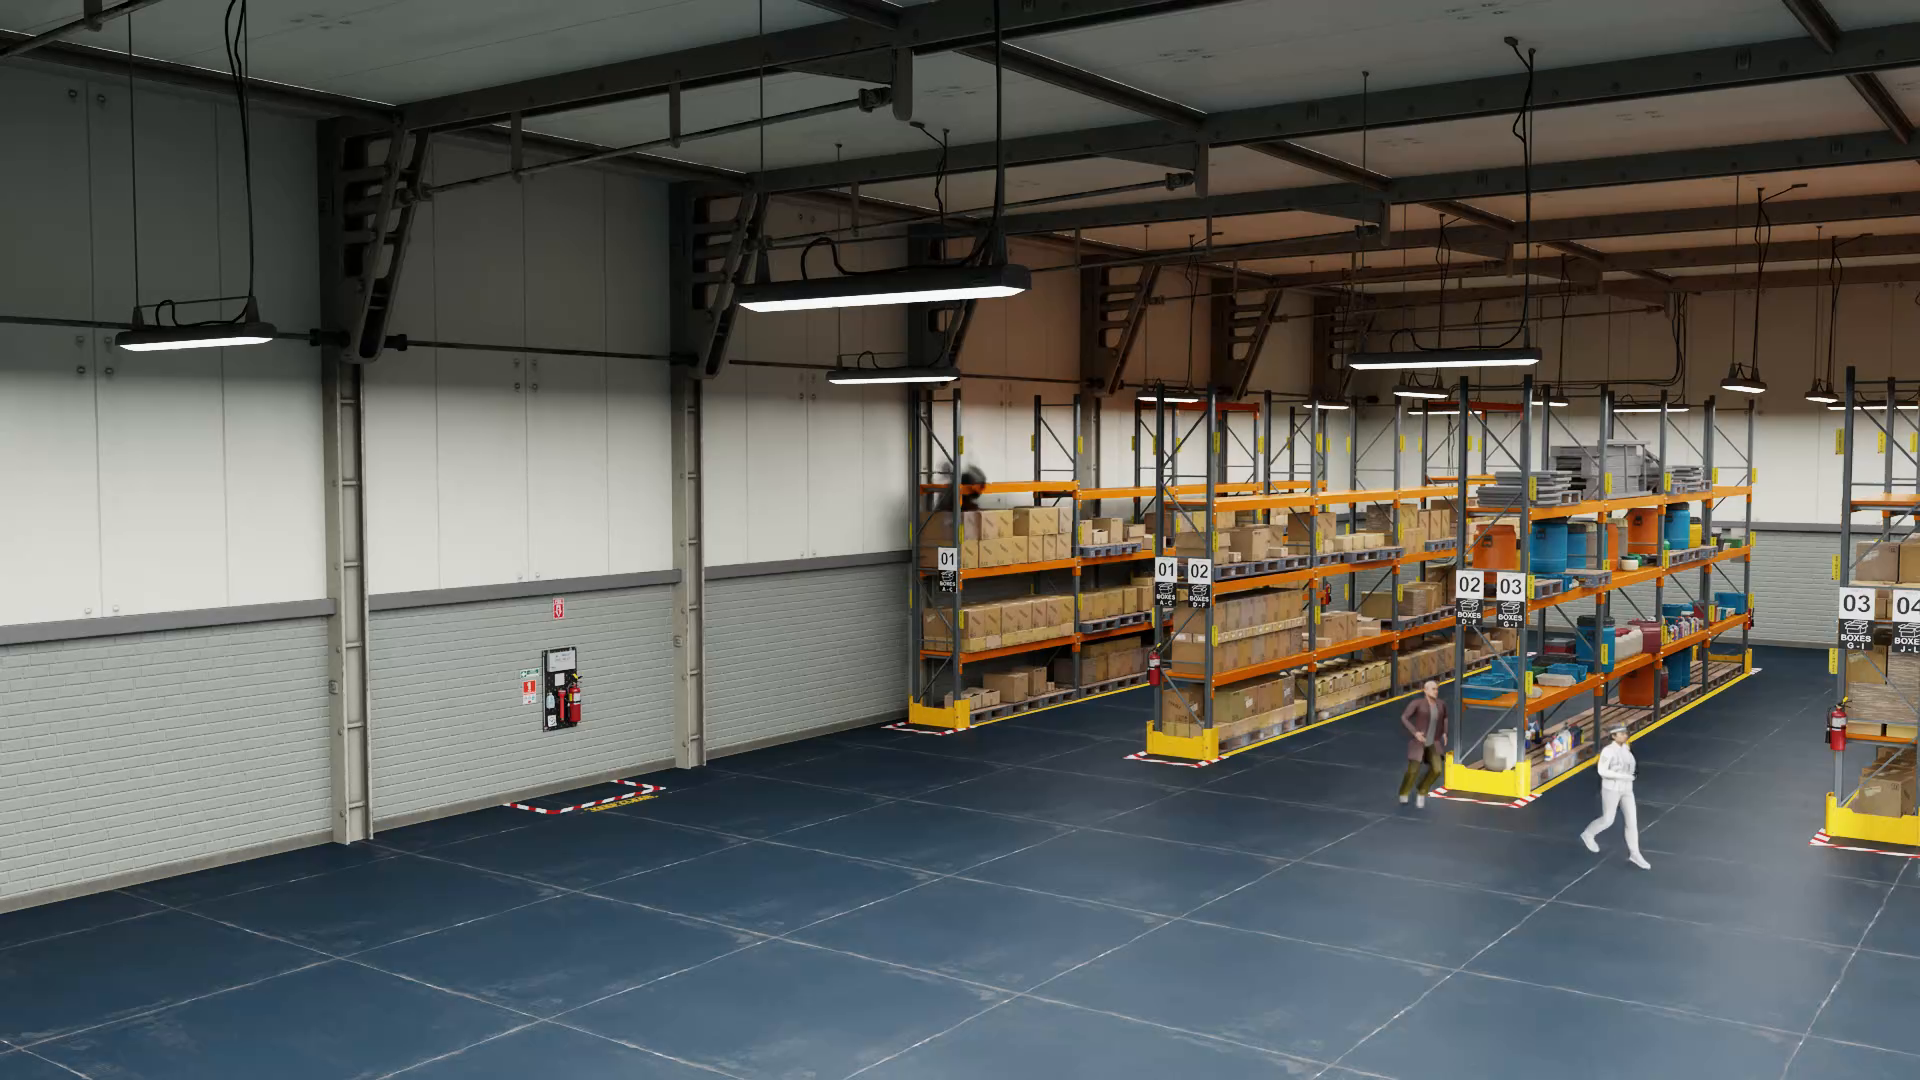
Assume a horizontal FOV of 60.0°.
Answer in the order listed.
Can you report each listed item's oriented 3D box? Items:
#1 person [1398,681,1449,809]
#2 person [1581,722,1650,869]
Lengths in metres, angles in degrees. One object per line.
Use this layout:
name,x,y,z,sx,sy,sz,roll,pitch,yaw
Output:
person,6.466,2.829,23.028,0.774,1.755,0.673,0,3,-8
person,7.829,3.004,19.884,0.584,1.702,0.937,-2,4,-26
